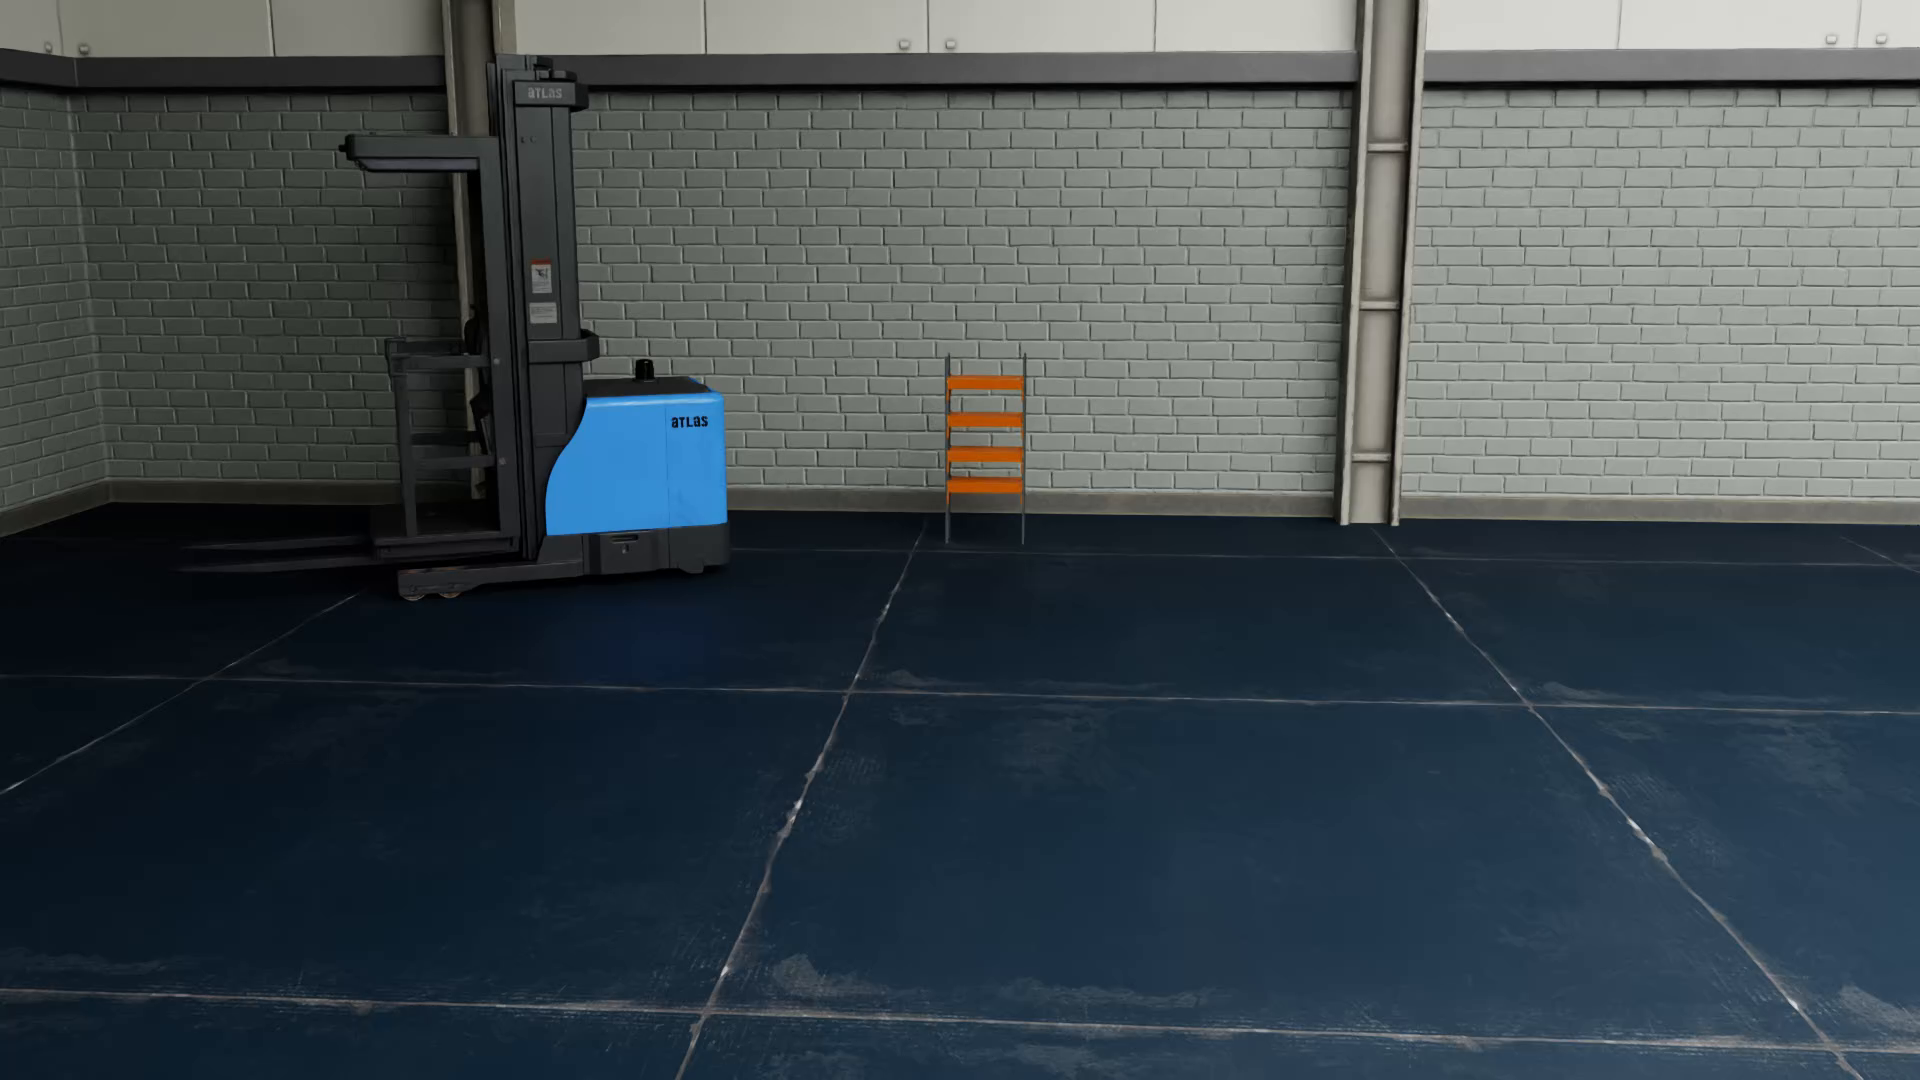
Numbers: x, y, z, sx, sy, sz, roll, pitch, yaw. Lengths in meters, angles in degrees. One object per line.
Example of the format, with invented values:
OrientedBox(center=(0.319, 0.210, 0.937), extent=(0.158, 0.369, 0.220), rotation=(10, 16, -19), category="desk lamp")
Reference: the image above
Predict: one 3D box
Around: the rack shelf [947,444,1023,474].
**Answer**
OrientedBox(center=(0.165, -0.519, 10.648), extent=(0.480, 0.148, 0.258), rotation=(1, 12, 4), category="rack shelf")

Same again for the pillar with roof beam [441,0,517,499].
OrientedBox(center=(-3.497, -3.736, 6.652), extent=(0.400, 9.000, 9.100), rotation=(1, 12, 4), category="pillar with roof beam")

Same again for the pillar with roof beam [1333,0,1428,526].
OrientedBox(center=(2.489, -3.654, 6.260), extent=(0.400, 9.000, 9.100), rotation=(1, 12, 4), category="pillar with roof beam")

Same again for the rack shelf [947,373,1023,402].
OrientedBox(center=(0.165, -0.970, 10.554), extent=(0.480, 0.148, 0.258), rotation=(1, 12, 4), category="rack shelf")

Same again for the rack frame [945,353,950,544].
OrientedBox(center=(-0.078, -0.588, 10.650), extent=(0.015, 1.200, 0.240), rotation=(1, 12, 4), category="rack frame")

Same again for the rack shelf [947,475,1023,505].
OrientedBox(center=(0.165, -0.325, 10.689), extent=(0.480, 0.148, 0.258), rotation=(1, 12, 4), category="rack shelf")

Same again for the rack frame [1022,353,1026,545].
OrientedBox(center=(0.409, -0.582, 10.618), extent=(0.015, 1.200, 0.240), rotation=(1, 12, 4), category="rack frame")

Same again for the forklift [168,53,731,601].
OrientedBox(center=(-2.925, -1.221, 9.449), extent=(3.031, 2.935, 1.130), rotation=(-4, 13, -19), category="forklift")

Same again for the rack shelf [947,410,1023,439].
OrientedBox(center=(0.165, -0.738, 10.602), extent=(0.480, 0.148, 0.258), rotation=(1, 12, 4), category="rack shelf")

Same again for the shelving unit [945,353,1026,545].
OrientedBox(center=(0.165, -0.585, 10.634), extent=(0.503, 1.200, 0.258), rotation=(1, 12, 4), category="shelving unit")
